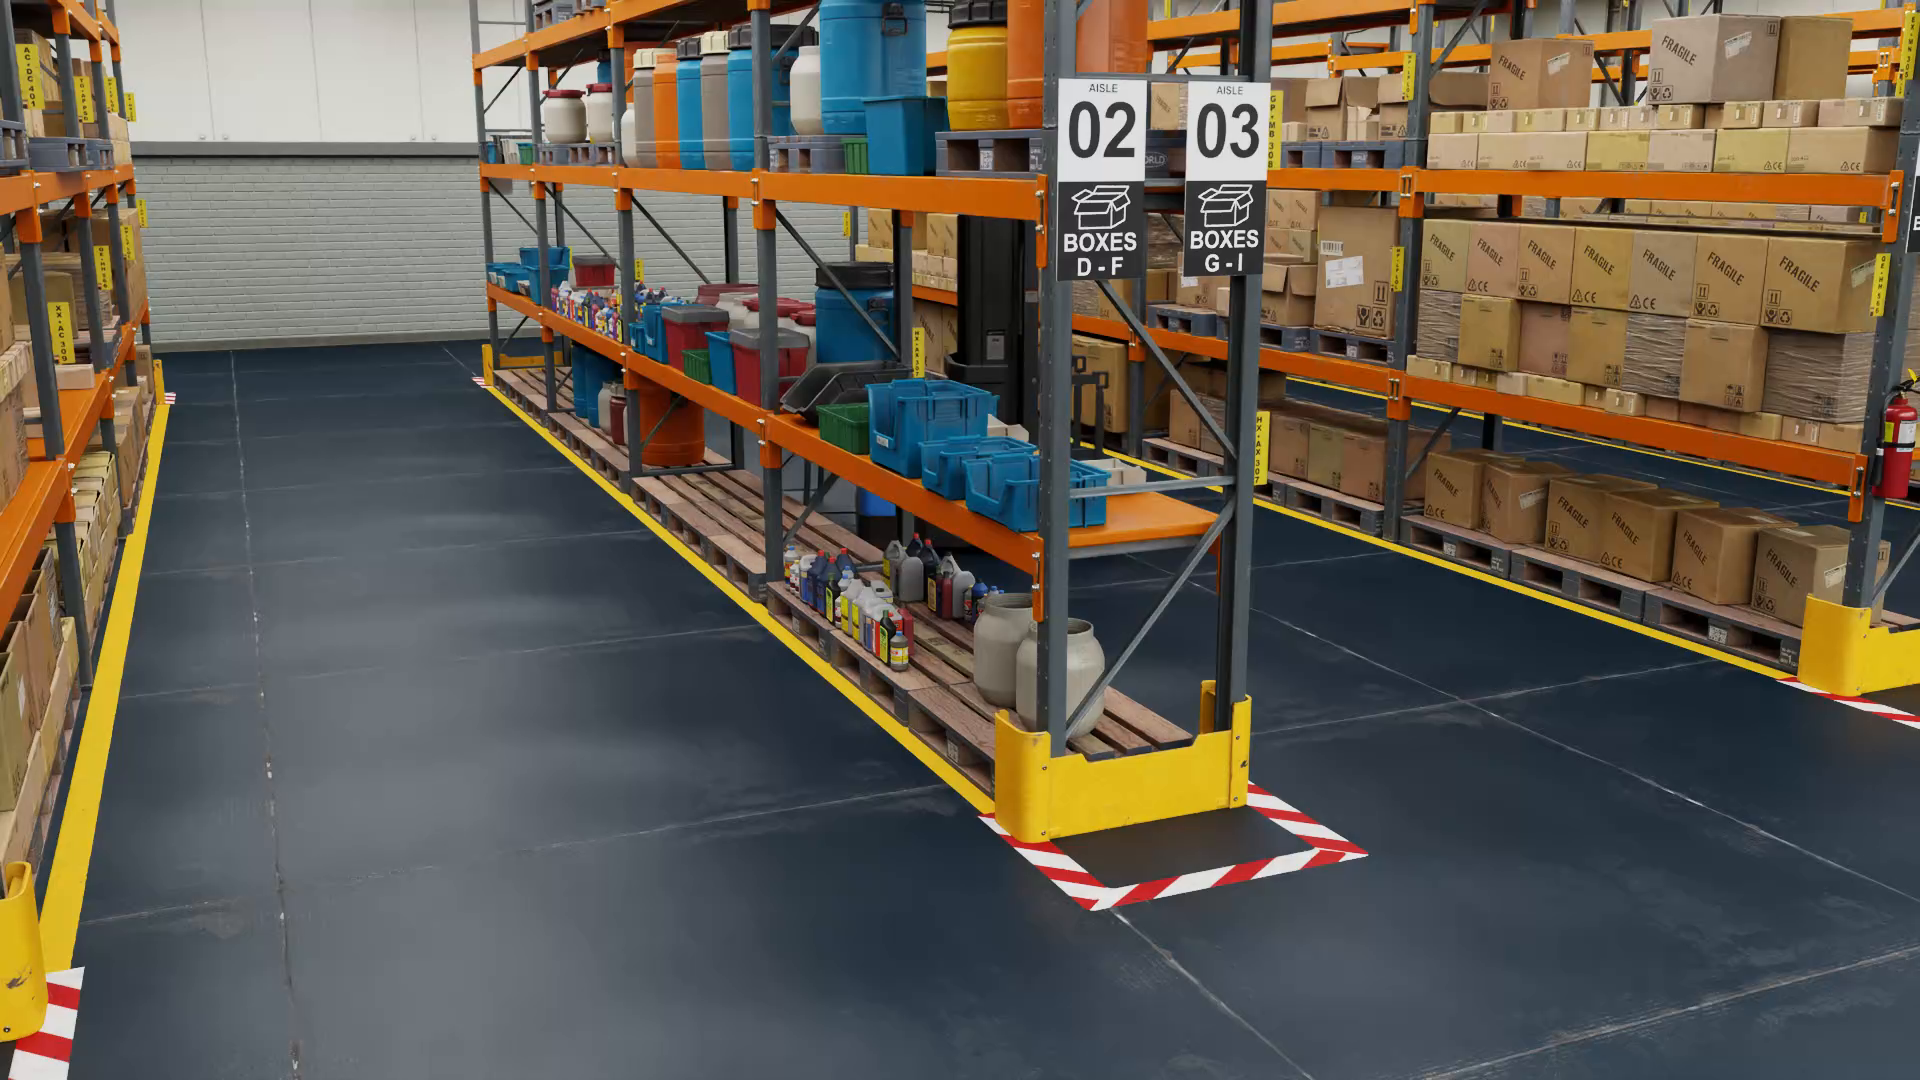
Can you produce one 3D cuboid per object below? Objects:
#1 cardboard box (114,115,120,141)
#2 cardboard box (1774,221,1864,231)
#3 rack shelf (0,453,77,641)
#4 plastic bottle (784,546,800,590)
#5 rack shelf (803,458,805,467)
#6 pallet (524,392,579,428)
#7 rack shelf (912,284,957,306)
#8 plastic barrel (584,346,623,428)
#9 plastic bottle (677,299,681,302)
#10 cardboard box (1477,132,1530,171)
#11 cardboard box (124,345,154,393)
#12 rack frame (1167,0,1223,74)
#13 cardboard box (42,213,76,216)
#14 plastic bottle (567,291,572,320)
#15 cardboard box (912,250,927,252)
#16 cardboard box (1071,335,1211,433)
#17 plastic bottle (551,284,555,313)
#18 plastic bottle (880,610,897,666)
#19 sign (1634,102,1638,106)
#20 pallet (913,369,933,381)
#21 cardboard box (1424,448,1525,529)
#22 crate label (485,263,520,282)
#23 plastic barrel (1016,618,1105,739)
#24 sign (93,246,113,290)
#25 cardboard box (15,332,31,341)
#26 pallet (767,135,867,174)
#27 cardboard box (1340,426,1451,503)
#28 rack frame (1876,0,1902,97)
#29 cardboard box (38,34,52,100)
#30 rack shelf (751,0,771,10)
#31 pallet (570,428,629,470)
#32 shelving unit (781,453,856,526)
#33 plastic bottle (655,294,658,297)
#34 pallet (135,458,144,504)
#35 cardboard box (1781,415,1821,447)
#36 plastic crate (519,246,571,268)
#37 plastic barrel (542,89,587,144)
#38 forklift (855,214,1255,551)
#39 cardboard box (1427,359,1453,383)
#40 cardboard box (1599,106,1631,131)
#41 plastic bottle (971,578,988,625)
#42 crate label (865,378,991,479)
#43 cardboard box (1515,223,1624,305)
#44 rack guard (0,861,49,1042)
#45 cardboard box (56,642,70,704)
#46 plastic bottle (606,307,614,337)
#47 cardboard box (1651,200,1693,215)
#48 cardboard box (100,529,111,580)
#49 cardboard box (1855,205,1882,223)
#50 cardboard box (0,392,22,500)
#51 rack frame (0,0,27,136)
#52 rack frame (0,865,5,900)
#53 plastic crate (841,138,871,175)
[{"bbox_3d":[-8.893,-4.215,17.002,0.500,0.250,0.500,-6,14,-23],"label":"cardboard box"},{"bbox_3d":[7.922,-2.665,15.294,0.700,0.500,0.500,-6,14,-24],"label":"cardboard box"},{"bbox_3d":[-4.528,0.164,7.106,1.077,0.370,4.000,-6,14,-23],"label":"rack shelf"},{"bbox_3d":[-1.063,0.174,10.543,0.097,0.271,0.097,0,13,0],"label":"plastic bottle"},{"bbox_3d":[-1.183,-0.777,13.632,0.538,0.185,1.000,-2,13,-23],"label":"rack shelf"},{"bbox_3d":[-4.324,-1.490,18.837,1.003,0.211,1.213,-6,14,-23],"label":"pallet"},{"bbox_3d":[-0.257,-3.210,21.681,1.077,0.370,4.000,-6,14,-23],"label":"rack shelf"},{"bbox_3d":[-3.508,-1.622,16.947,0.600,0.901,0.708,-6,14,-23],"label":"plastic barrel"},{"bbox_3d":[-2.660,-2.146,15.777,0.097,0.271,0.097,0,13,0],"label":"plastic bottle"},{"bbox_3d":[3.911,-2.658,11.380,0.500,0.250,0.500,-6,14,-23],"label":"cardboard box"},{"bbox_3d":[-9.693,-1.986,19.366,0.500,0.500,0.500,-6,14,-23],"label":"cardboard box"},{"bbox_3d":[3.527,-7.323,24.554,1.000,3.000,0.127,-6,14,-23],"label":"rack frame"},{"bbox_3d":[-9.584,-3.184,17.534,0.500,0.500,0.500,-6,14,-23],"label":"cardboard box"},{"bbox_3d":[-3.882,-2.345,16.608,0.061,0.283,0.133,-6,14,-23],"label":"plastic bottle"},{"bbox_3d":[-0.487,-3.603,21.460,0.500,0.250,0.500,-6,14,-24],"label":"cardboard box"},{"bbox_3d":[1.889,-1.634,17.060,1.225,0.875,0.875,-6,14,-26],"label":"cardboard box"},{"bbox_3d":[-4.238,-2.528,17.401,0.061,0.283,0.133,-6,14,-23],"label":"plastic bottle"},{"bbox_3d":[-0.388,0.526,8.992,0.061,0.283,0.133,-5,14,-22],"label":"plastic bottle"},{"bbox_3d":[7.243,-4.548,17.893,0.100,0.325,0.005,-6,14,-23],"label":"sign"},{"bbox_3d":[-0.181,-2.205,21.929,1.003,0.211,1.213,-6,14,-23],"label":"pallet"},{"bbox_3d":[3.872,-0.395,12.535,0.500,0.500,0.500,-6,14,-25],"label":"cardboard box"},{"bbox_3d":[-5.799,-3.393,21.116,0.416,0.233,0.303,-6,14,-23],"label":"crate label"},{"bbox_3d":[0.479,0.658,7.961,0.421,0.512,0.421,0,13,0],"label":"plastic barrel"},{"bbox_3d":[-6.425,-2.041,12.470,0.100,0.325,0.005,-6,14,-23],"label":"sign"},{"bbox_3d":[-6.034,-1.021,10.409,0.500,0.500,0.500,-6,14,-23],"label":"cardboard box"},{"bbox_3d":[-0.411,-2.276,9.818,1.213,0.211,1.003,-6,14,-23],"label":"pallet"},{"bbox_3d":[3.523,-0.619,13.462,0.700,0.500,0.500,-7,15,-27],"label":"cardboard box"},{"bbox_3d":[11.227,-6.138,19.435,1.000,3.000,0.127,-6,14,-23],"label":"rack frame"},{"bbox_3d":[-7.305,-3.620,12.766,0.500,0.500,0.500,-6,14,-23],"label":"cardboard box"},{"bbox_3d":[0.012,-3.011,8.405,1.077,0.370,4.000,-6,14,-23],"label":"rack shelf"},{"bbox_3d":[-3.231,-0.925,16.400,1.003,0.211,1.213,-6,14,-23],"label":"pallet"},{"bbox_3d":[-1.173,-0.953,13.596,0.538,1.500,1.048,-2,13,-23],"label":"shelving unit"},{"bbox_3d":[-2.976,-2.275,16.331,0.097,0.271,0.097,0,13,0],"label":"plastic bottle"},{"bbox_3d":[-7.681,-0.477,14.464,1.003,0.211,1.213,-6,14,-23],"label":"pallet"},{"bbox_3d":[4.948,-0.637,9.528,0.380,0.149,0.250,-6,14,-23],"label":"cardboard box"},{"bbox_3d":[-5.291,-3.520,21.216,0.616,0.435,0.499,-6,14,-23],"label":"plastic crate"},{"bbox_3d":[-4.013,-4.300,16.913,0.433,0.535,0.433,0,13,0],"label":"plastic barrel"},{"bbox_3d":[0.718,-1.446,12.617,3.031,2.935,1.130,-1,13,-5],"label":"forklift"},{"bbox_3d":[3.648,-1.247,12.164,0.380,0.149,0.250,-6,14,-23],"label":"cardboard box"},{"bbox_3d":[4.288,-2.666,10.531,0.380,0.149,0.250,-5,14,-22],"label":"cardboard box"},{"bbox_3d":[0.114,0.358,9.744,0.097,0.271,0.097,0,13,0],"label":"plastic bottle"},{"bbox_3d":[-0.172,-0.593,8.703,0.502,0.435,0.616,-6,14,-23],"label":"crate label"},{"bbox_3d":[4.098,-1.852,11.123,0.500,0.500,0.500,-6,14,-23],"label":"cardboard box"},{"bbox_3d":[-3.717,1.449,5.500,1.175,0.500,0.348,-6,14,-23],"label":"rack guard"},{"bbox_3d":[-4.752,0.715,8.294,0.500,0.250,0.500,-6,14,-23],"label":"cardboard box"},{"bbox_3d":[-3.145,-1.969,15.010,0.097,0.271,0.097,0,13,0],"label":"plastic bottle"},{"bbox_3d":[9.766,-4.358,22.610,0.500,0.500,0.500,-6,14,-23],"label":"cardboard box"},{"bbox_3d":[-5.880,0.111,10.903,0.500,0.250,0.500,-5,14,-22],"label":"cardboard box"},{"bbox_3d":[11.253,-3.875,20.523,0.500,0.500,0.500,-6,14,-25],"label":"cardboard box"},{"bbox_3d":[-4.929,-0.449,7.937,0.700,0.500,0.500,-6,14,-24],"label":"cardboard box"},{"bbox_3d":[-5.329,-3.523,8.134,1.000,3.000,0.127,-6,14,-23],"label":"rack frame"},{"bbox_3d":[-3.727,0.226,5.240,1.000,3.000,0.127,-6,14,-23],"label":"rack frame"},{"bbox_3d":[-0.407,-2.054,8.911,0.336,0.188,0.450,-6,14,-23],"label":"plastic crate"}]
